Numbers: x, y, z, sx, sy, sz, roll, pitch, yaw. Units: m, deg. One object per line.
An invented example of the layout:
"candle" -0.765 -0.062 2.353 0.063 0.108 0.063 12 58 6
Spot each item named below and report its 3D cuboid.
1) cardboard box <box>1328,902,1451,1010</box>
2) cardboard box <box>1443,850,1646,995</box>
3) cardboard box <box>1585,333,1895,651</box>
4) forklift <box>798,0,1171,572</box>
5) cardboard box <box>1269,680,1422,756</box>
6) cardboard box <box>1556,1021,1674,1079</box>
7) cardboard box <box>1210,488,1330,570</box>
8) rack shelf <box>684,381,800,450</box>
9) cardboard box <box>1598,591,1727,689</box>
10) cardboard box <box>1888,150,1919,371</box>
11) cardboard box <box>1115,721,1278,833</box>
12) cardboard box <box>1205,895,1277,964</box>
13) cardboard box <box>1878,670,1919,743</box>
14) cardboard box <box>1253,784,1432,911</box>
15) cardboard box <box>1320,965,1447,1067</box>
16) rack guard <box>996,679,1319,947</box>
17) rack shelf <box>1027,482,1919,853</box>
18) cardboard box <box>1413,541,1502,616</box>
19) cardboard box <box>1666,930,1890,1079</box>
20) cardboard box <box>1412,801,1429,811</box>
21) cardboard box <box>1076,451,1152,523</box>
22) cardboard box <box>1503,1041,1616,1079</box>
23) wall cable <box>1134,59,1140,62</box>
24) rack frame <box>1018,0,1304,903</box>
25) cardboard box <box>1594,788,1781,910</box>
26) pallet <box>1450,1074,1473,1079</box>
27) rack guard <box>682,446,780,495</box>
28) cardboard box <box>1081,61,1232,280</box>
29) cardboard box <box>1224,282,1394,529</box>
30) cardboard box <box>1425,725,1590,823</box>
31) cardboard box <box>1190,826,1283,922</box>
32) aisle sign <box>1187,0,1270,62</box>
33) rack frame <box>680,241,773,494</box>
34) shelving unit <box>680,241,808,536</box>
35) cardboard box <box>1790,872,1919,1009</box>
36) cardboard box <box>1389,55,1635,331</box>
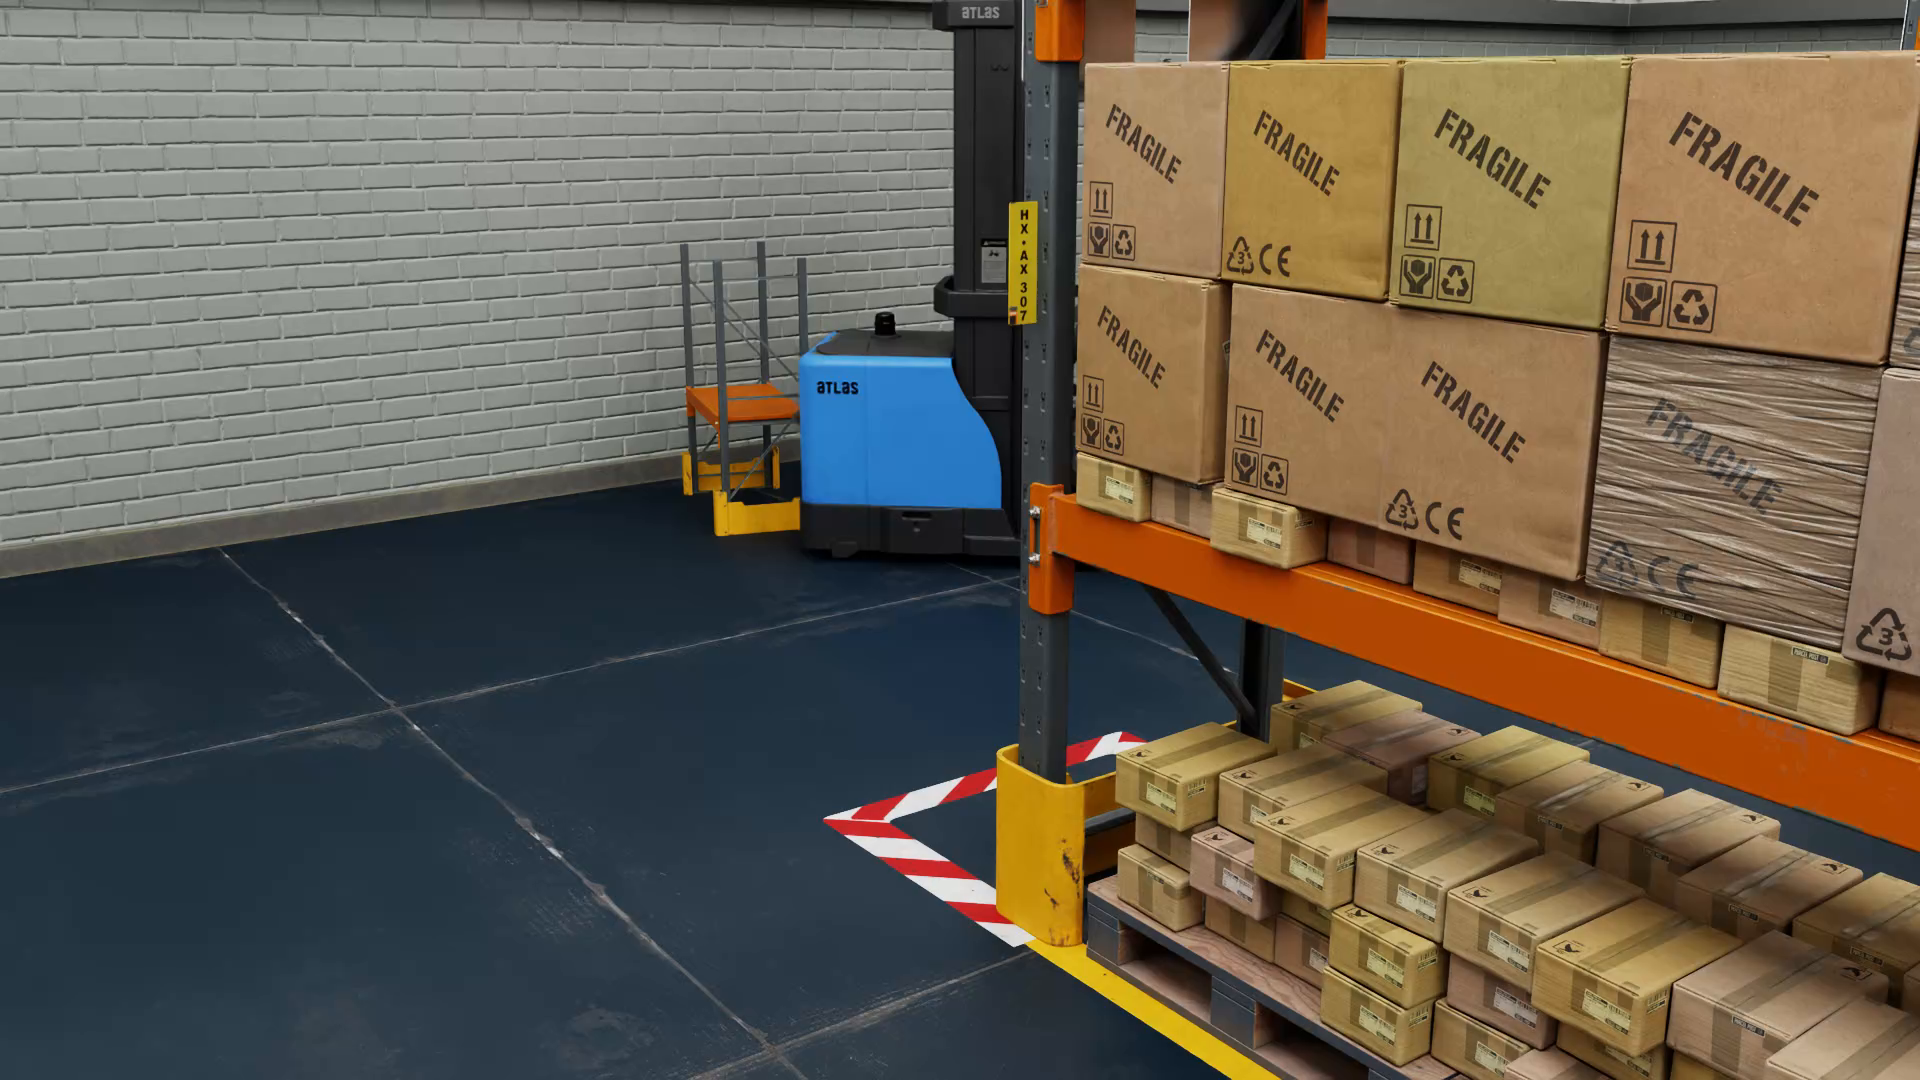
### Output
"cardboard box" 1.105 0.948 3.971 0.380 0.149 0.250 -10 18 -33
"cardboard box" 1.316 0.855 3.748 0.380 0.149 0.250 -10 18 -32
"cardboard box" 1.569 -0.138 3.146 0.500 0.500 0.500 -11 19 -36
"forklift" 0.712 -1.395 8.620 3.031 2.935 1.130 2 15 6
"cardboard box" 1.127 0.549 4.865 0.380 0.149 0.250 -11 19 -34
"cardboard box" 1.531 1.042 3.630 0.380 0.149 0.250 -10 18 -32
"cardboard box" 0.834 -0.055 4.071 0.380 0.149 0.250 -12 19 -36
"rack shelf" -1.232 -0.727 9.574 0.538 0.185 1.000 -5 16 -18
"cardboard box" 1.495 0.156 3.298 0.380 0.149 0.250 -10 18 -33
"cardboard box" 1.870 -0.509 2.608 0.500 0.500 0.500 -10 18 -33
"cardboard box" 0.644 0.640 4.533 0.380 0.149 0.250 -12 19 -37
"cardboard box" 0.880 0.967 4.465 0.380 0.149 0.250 -11 19 -35
"cardboard box" 1.835 0.261 2.915 0.380 0.149 0.250 -11 19 -35
"cardboard box" 0.948 0.754 4.117 0.380 0.149 0.250 -11 19 -35
"cardboard box" 1.093 1.091 4.013 0.380 0.149 0.250 -11 19 -34
"rack guard" 0.656 0.812 5.163 1.175 0.500 0.348 -11 19 -35
"rack shelf" 1.787 0.364 3.426 1.077 0.370 4.000 -11 19 -35
"cardboard box" 1.237 0.041 3.721 0.380 0.149 0.250 -11 19 -35
"cardboard box" 1.659 0.957 3.375 0.380 0.149 0.250 -11 19 -34
"cardboard box" 1.262 0.752 4.689 0.380 0.149 0.250 -11 19 -36
"cardboard box" 0.536 -0.169 4.486 0.380 0.149 0.250 -11 19 -35
"cardboard box" 1.397 1.197 3.625 0.380 0.149 0.250 -12 19 -37
"wall cable" 1.221 -2.905 12.026 0.585 1.953 0.123 -11 19 -35
"rack frame" 0.611 -0.410 4.892 1.000 3.000 0.127 -11 19 -35
"cardboard box" 1.788 0.761 4.090 0.380 0.149 0.250 -10 18 -33
"pallet" 1.818 1.391 3.596 1.003 0.211 1.213 -11 19 -35
"rack guard" -1.397 -0.425 10.154 0.587 0.250 0.087 -5 16 -18
"cardboard box" 0.660 -0.947 4.207 0.500 0.500 0.500 -11 19 -35
"cardboard box" 0.987 -0.353 3.929 0.500 0.500 0.500 -11 19 -34
"cardboard box" 1.484 0.647 4.506 0.380 0.149 0.250 -11 19 -36
"cardboard box" 0.827 0.838 4.374 0.380 0.149 0.250 -11 19 -35
"aisle sign" 0.811 -1.726 4.776 0.394 0.787 0.004 -11 19 -35
"rack frame" -1.397 -1.028 9.991 0.500 1.500 0.032 -5 16 -18
"shelving unit" -1.235 -0.903 9.535 0.587 1.500 1.083 -5 16 -18
"cardboard box" 2.030 0.886 3.634 0.380 0.149 0.250 -11 19 -34
"cardboard box" 1.250 -0.726 3.398 0.500 0.500 0.500 -11 19 -36
